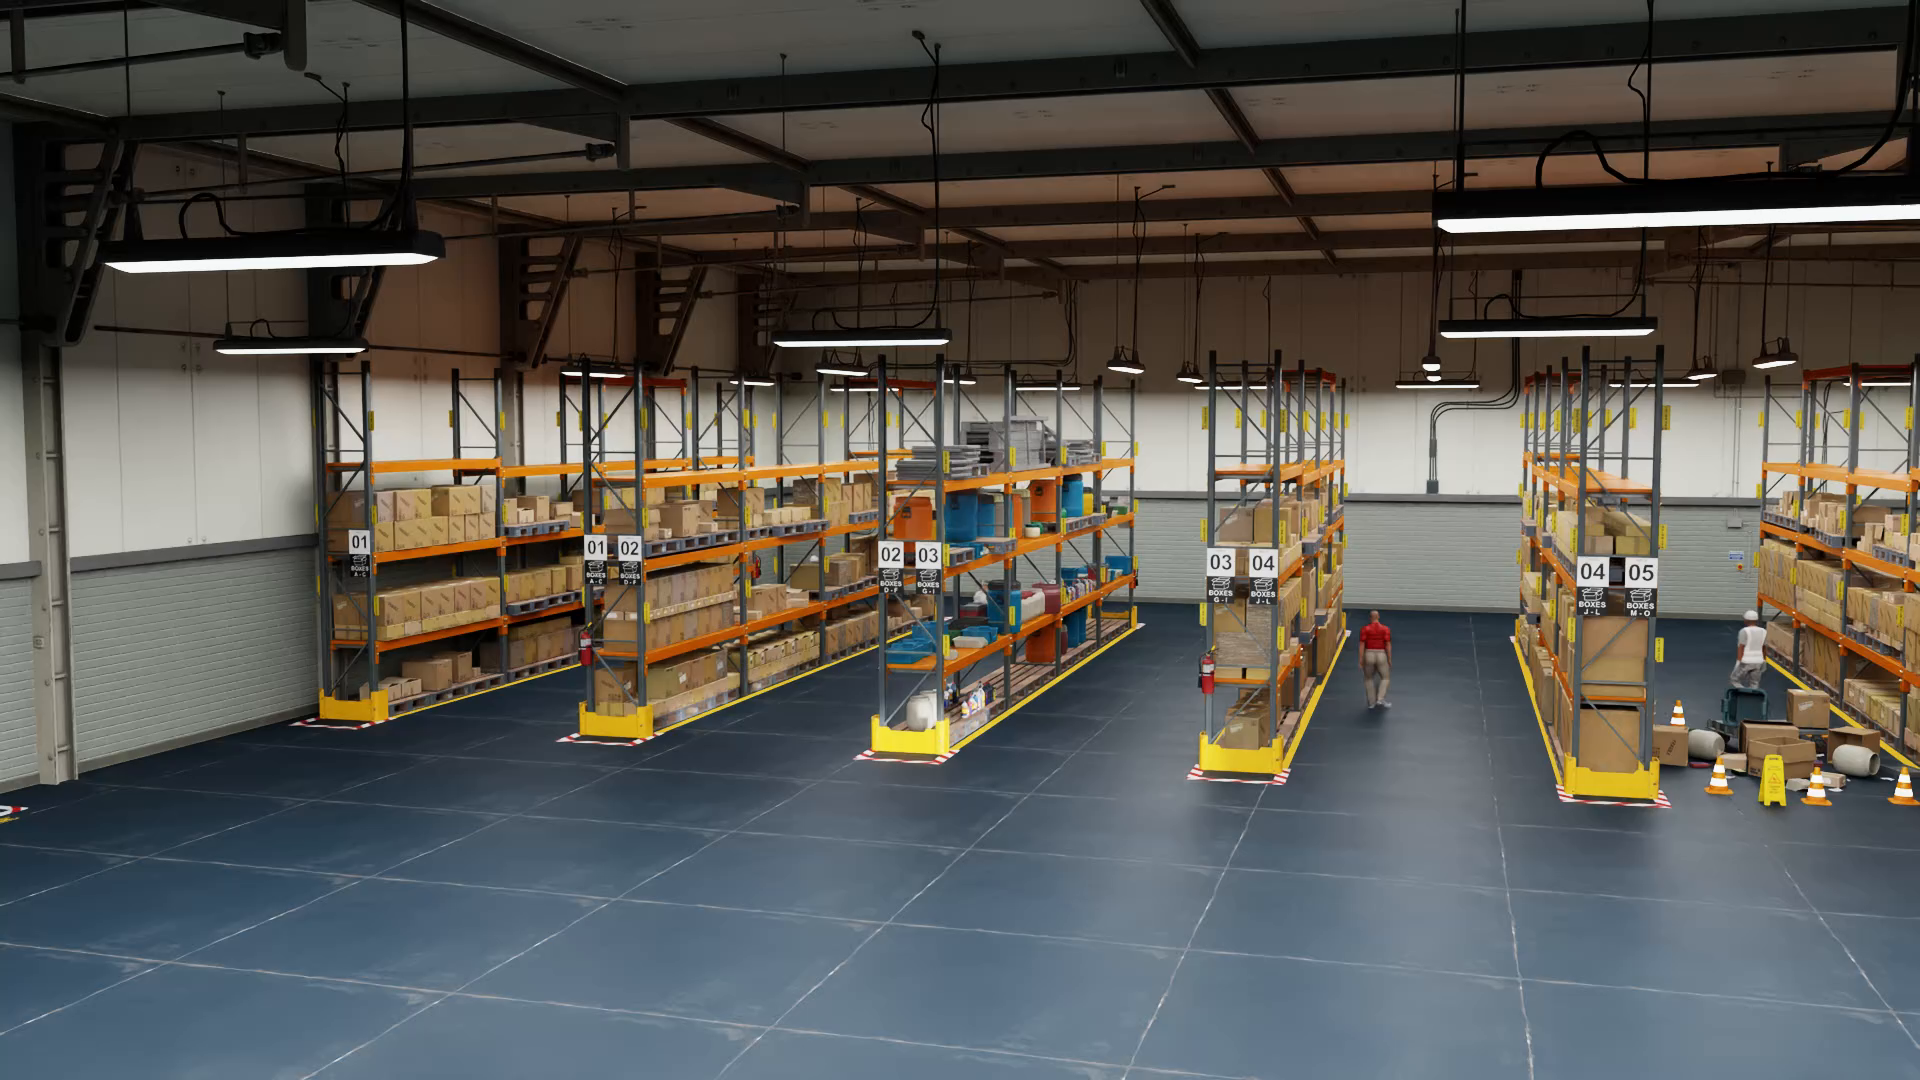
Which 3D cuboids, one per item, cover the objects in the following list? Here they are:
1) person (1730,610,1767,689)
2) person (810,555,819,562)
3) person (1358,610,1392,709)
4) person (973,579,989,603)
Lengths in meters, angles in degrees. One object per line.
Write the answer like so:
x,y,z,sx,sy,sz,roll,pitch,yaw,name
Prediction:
13.447,2.091,28.269,0.609,1.786,0.463,-1,4,-13,person
-3.516,1.267,39.897,0.592,1.788,0.519,4,6,44,person
7.227,2.081,28.912,0.569,1.723,0.535,1,4,15,person
0.600,1.627,36.136,0.623,1.599,0.702,2,5,26,person
